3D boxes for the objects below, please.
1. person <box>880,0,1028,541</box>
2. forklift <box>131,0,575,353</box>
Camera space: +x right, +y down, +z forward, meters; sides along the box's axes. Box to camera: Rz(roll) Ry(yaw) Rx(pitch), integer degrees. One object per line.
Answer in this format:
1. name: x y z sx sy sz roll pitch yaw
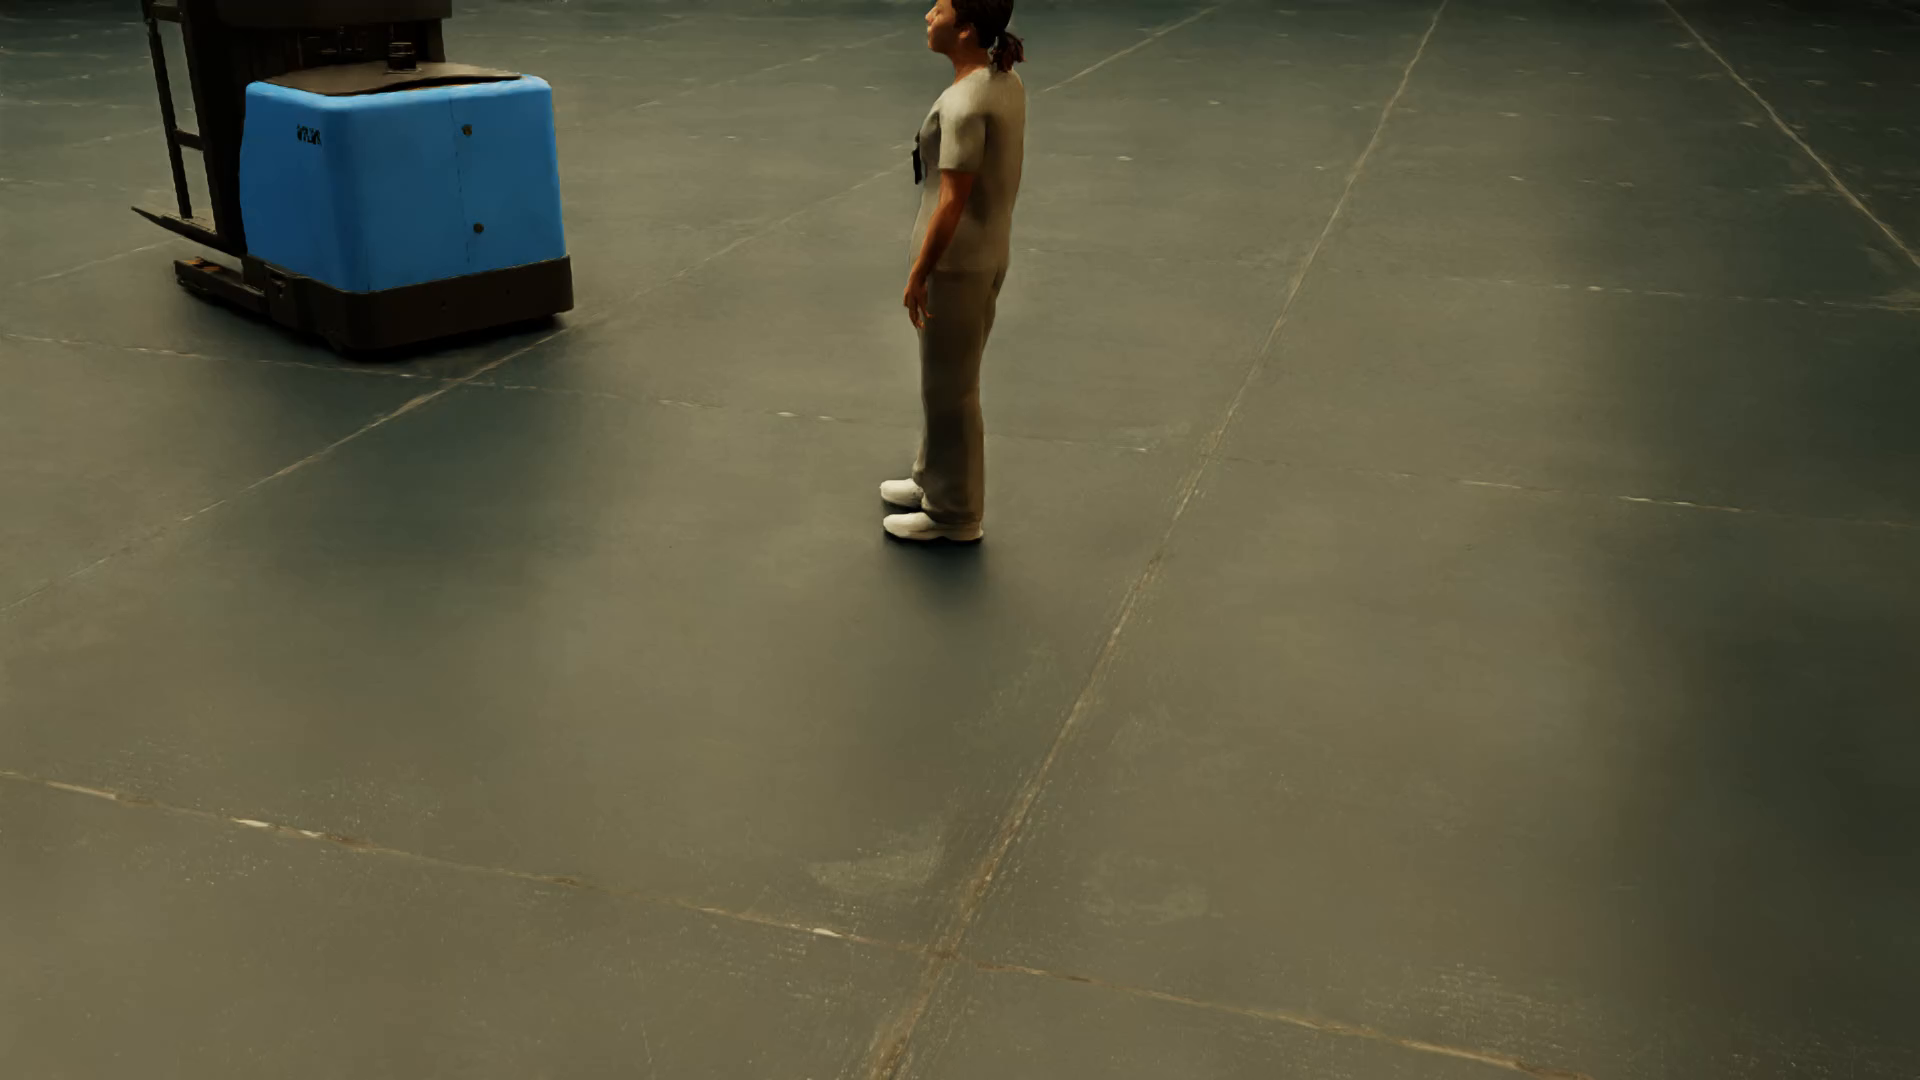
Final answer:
1. person: -0.077 -0.790 4.835 0.526 1.663 0.550 7 23 16
2. forklift: -3.118 -2.604 7.588 1.130 2.935 3.031 -20 30 -40
